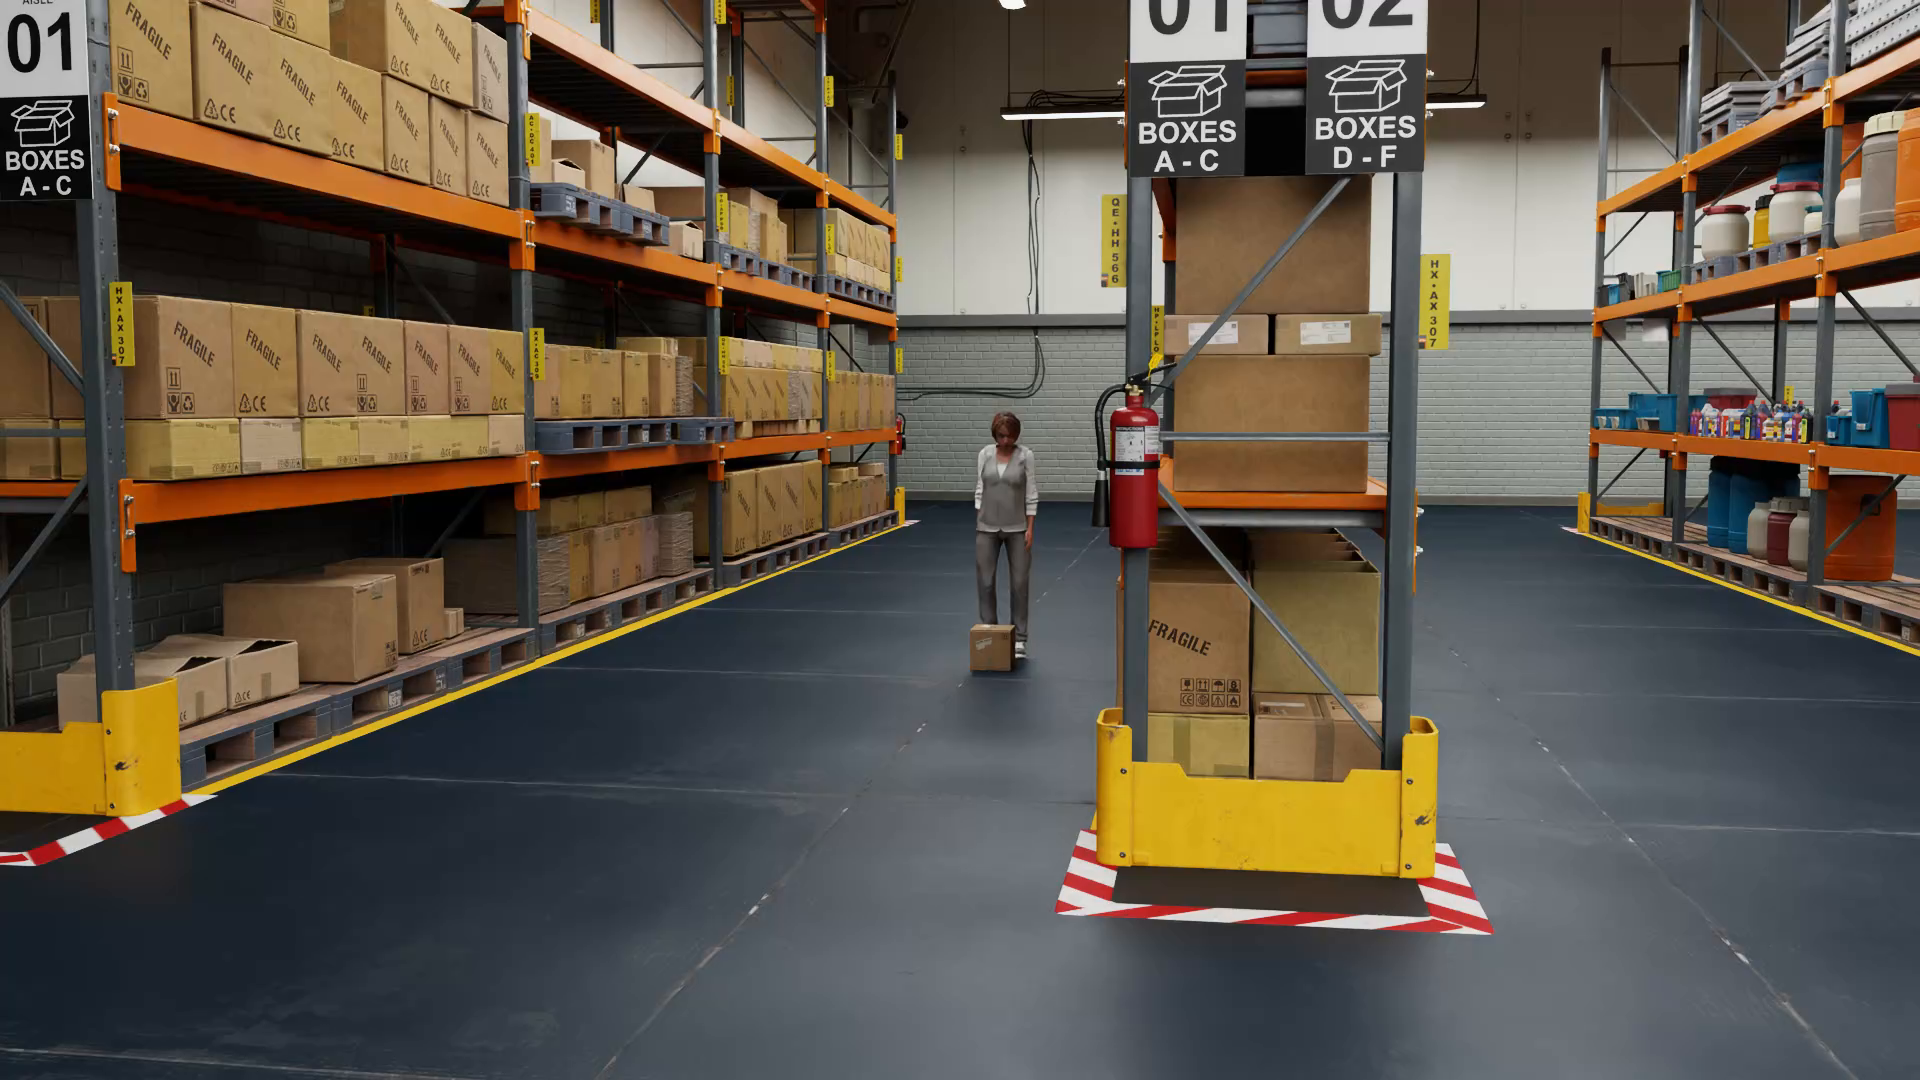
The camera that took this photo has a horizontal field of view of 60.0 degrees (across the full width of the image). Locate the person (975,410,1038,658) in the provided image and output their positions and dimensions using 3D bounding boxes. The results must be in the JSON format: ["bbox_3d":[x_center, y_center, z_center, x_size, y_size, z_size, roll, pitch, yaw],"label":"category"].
[{"bbox_3d":[0.300,-0.036,10.677,0.412,1.587,0.316,1,5,9],"label":"person"}]
